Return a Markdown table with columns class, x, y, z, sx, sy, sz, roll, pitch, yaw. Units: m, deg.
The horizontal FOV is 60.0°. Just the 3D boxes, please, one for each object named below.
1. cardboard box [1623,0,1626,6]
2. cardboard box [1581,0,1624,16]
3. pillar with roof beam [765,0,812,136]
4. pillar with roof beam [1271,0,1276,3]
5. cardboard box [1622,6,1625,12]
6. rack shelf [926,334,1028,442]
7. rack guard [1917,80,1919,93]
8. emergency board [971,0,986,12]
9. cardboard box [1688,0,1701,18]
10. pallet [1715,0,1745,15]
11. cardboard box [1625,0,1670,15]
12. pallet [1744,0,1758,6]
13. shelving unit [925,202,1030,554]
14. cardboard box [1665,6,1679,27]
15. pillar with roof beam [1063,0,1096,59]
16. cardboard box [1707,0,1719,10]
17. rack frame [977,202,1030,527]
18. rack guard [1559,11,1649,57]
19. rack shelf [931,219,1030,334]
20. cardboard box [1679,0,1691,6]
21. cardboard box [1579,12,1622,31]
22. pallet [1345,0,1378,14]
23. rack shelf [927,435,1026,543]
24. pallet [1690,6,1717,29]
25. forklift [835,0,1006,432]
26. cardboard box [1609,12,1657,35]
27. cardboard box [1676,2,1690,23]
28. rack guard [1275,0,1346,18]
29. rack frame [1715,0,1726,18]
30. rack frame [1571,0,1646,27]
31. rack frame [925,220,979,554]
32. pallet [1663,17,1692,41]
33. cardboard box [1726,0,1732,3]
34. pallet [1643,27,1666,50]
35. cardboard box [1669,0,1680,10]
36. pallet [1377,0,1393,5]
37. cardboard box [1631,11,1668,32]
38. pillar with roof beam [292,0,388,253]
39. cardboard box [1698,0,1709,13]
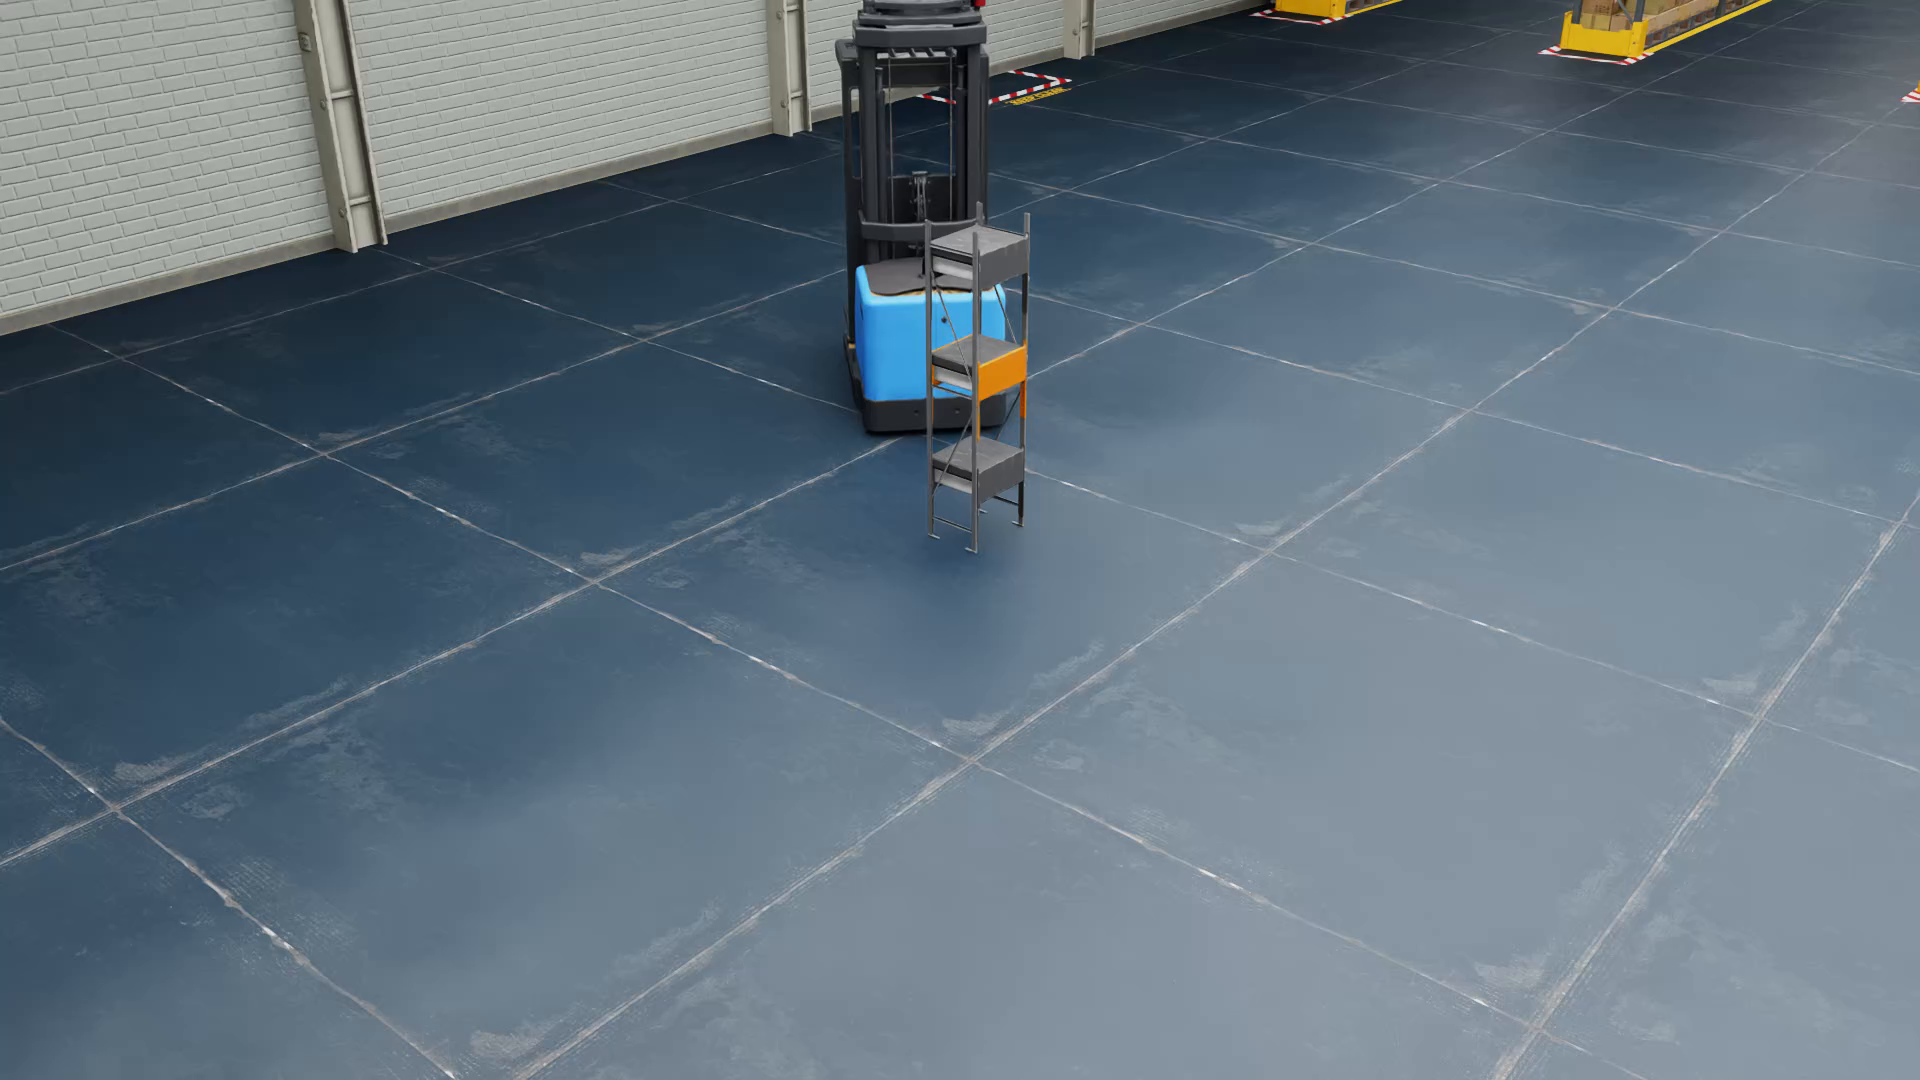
| class | x | y | z | sx | sy | sz | roll | pitch | yaw |
| --- | --- | --- | --- | --- | --- | --- | --- | --- | --- |
| cardboard box | 10.349 | -8.601 | 25.832 | 0.500 | 0.500 | 0.500 | 21 | 34 | 34 |
| cardboard box | 9.724 | -8.243 | 25.138 | 0.500 | 0.500 | 0.500 | 21 | 34 | 34 |
| pillar with roof beam | 1.255 | -7.766 | 15.969 | 9.100 | 9.000 | 0.400 | 21 | 34 | 34 |
| pillar with roof beam | 8.888 | -12.021 | 24.193 | 9.100 | 9.000 | 0.400 | 21 | 34 | 34 |
| cardboard box | 10.035 | -8.090 | 25.659 | 0.500 | 0.250 | 0.500 | 21 | 34 | 34 |
| rack shelf | 0.105 | -0.979 | 10.387 | 0.431 | 0.518 | 0.480 | 21 | 34 | 34 |
| rack guard | 13.445 | -6.149 | 22.092 | 1.175 | 0.500 | 0.348 | 21 | 34 | 34 |
| emergency board | 0.148 | -7.622 | 22.220 | 0.194 | 1.169 | 0.643 | 21 | 34 | 34 |
| cardboard box | 11.398 | -8.466 | 26.387 | 0.500 | 0.250 | 0.500 | 21 | 34 | 34 |
| pallet | 12.596 | -9.120 | 28.149 | 1.003 | 0.211 | 1.213 | 21 | 34 | 34 |
| cardboard box | 10.442 | -8.269 | 25.188 | 0.500 | 0.500 | 0.500 | 21 | 34 | 34 |
| pallet | 13.371 | -9.554 | 28.988 | 1.003 | 0.211 | 1.213 | 21 | 34 | 34 |
| shelving unit | 0.105 | -0.991 | 10.381 | 0.431 | 2.100 | 0.503 | 21 | 34 | 34 |
| cardboard box | 10.759 | -8.113 | 25.704 | 0.500 | 0.250 | 0.500 | 21 | 34 | 34 |
| pillar with roof beam | 5.071 | -9.894 | 20.081 | 9.100 | 9.000 | 0.400 | 21 | 34 | 34 |
| cardboard box | 12.031 | -8.822 | 27.075 | 0.500 | 0.250 | 0.500 | 21 | 34 | 34 |
| rack frame | 0.261 | -1.078 | 10.548 | 0.400 | 2.100 | 0.015 | 21 | 34 | 34 |
| rack guard | 9.598 | -7.548 | 24.797 | 1.175 | 0.500 | 0.348 | 21 | 34 | 34 |
| rack shelf | 0.105 | -1.601 | 10.066 | 0.431 | 0.518 | 0.480 | 21 | 34 | 34 |
| cardboard box | 11.082 | -8.622 | 25.871 | 0.500 | 0.500 | 0.500 | 21 | 34 | 34 |
| cardboard box | 9.726 | -7.909 | 25.309 | 0.500 | 0.250 | 0.500 | 21 | 34 | 34 |
| pallet | 6.380 | -9.180 | 28.265 | 1.003 | 0.211 | 1.213 | 21 | 34 | 34 |
| rack shelf | 0.105 | -0.357 | 10.709 | 0.431 | 0.518 | 0.480 | 21 | 34 | 34 |
| pallet | 11.619 | -8.577 | 27.100 | 1.003 | 0.211 | 1.213 | 21 | 34 | 34 |
| forklift | -0.362 | -2.742 | 12.861 | 1.130 | 2.935 | 3.031 | -3 | 28 | -7 |
| cardboard box | 10.126 | -7.758 | 25.017 | 0.500 | 0.250 | 0.500 | 21 | 34 | 34 |
| cardboard box | 11.081 | -8.289 | 26.044 | 0.500 | 0.250 | 0.500 | 21 | 34 | 34 |
| rack guard | 5.836 | -9.030 | 27.662 | 1.175 | 0.500 | 0.348 | 21 | 34 | 34 |
| rack frame | 12.157 | -10.085 | 26.981 | 1.000 | 3.000 | 0.127 | 21 | 34 | 34 |
| rack frame | 9.613 | -8.667 | 24.239 | 1.000 | 3.000 | 0.127 | 21 | 34 | 34 |
| rack frame | -0.050 | -0.905 | 10.214 | 0.400 | 2.100 | 0.015 | 21 | 34 | 34 |
| pallet | 10.843 | -8.143 | 26.260 | 1.003 | 0.211 | 1.213 | 21 | 34 | 34 |
| cardboard box | 12.605 | -9.121 | 27.653 | 0.500 | 0.250 | 0.500 | 20 | 33 | 33 |
| pallet | 10.067 | -7.712 | 25.428 | 1.003 | 0.211 | 1.213 | 21 | 34 | 34 |
| cardboard box | 10.750 | -8.450 | 25.538 | 0.500 | 0.500 | 0.500 | 21 | 34 | 34 |
| pallet | 7.157 | -9.610 | 29.097 | 1.003 | 0.211 | 1.213 | 21 | 34 | 34 |
| cardboard box | 10.441 | -7.936 | 25.361 | 0.500 | 0.250 | 0.500 | 21 | 34 | 34 |
| pillar with roof beam | -2.562 | -5.639 | 11.857 | 9.100 | 9.000 | 0.400 | 21 | 34 | 34 |
| cardboard box | 11.705 | -8.648 | 26.738 | 0.500 | 0.250 | 0.500 | 21 | 34 | 34 |
